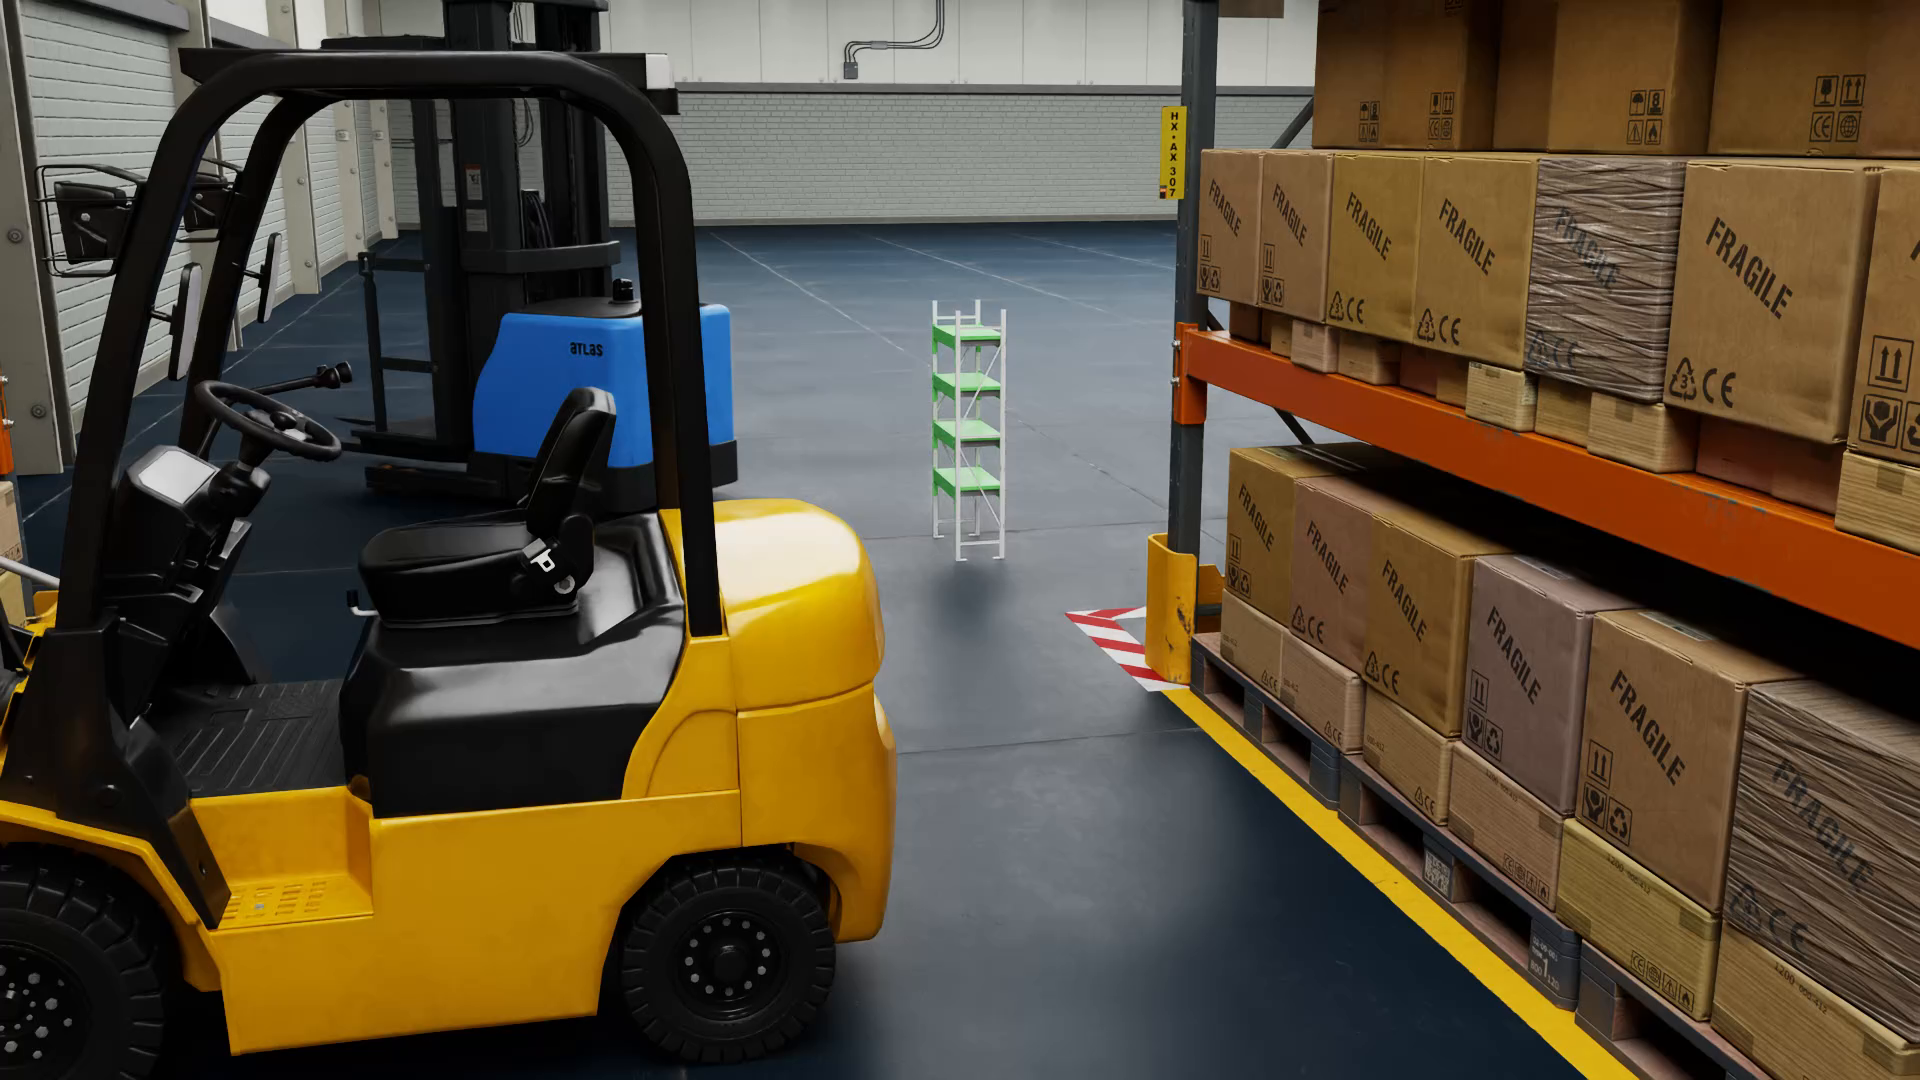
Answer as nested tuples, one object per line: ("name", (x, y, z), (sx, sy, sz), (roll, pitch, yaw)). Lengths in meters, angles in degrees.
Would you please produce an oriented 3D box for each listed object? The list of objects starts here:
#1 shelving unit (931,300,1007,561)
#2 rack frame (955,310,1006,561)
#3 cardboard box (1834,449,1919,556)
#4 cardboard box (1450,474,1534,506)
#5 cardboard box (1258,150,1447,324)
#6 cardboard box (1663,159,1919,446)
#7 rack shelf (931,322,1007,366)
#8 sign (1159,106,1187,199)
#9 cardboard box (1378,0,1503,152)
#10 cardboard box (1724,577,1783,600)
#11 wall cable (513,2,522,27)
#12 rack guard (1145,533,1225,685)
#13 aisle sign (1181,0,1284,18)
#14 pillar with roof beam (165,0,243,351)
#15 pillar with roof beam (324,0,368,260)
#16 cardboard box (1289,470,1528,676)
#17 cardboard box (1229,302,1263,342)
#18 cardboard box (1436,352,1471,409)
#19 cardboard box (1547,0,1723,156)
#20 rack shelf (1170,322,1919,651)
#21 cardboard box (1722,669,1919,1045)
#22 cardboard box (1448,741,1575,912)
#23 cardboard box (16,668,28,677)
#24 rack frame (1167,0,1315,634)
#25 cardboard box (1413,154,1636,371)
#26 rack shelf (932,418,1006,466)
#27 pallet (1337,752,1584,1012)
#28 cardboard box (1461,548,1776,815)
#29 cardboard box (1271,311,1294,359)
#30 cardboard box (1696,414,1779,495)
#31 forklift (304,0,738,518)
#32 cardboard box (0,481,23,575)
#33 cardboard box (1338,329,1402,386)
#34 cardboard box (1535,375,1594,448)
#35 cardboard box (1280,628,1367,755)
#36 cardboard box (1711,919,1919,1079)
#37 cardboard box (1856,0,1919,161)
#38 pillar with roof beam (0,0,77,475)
("shelving unit", (0.039, -0.545, 8.128), (0.258, 1.200, 0.503), (-3, 14, -13))
("rack frame", (0.096, -0.488, 7.898), (0.240, 1.200, 0.015), (-3, 14, -13))
("cardboard box", (1.800, -0.073, 2.934), (0.380, 0.149, 0.250), (-3, 14, -12))
("cardboard box", (1.865, 0.055, 5.212), (0.500, 0.500, 0.500), (-3, 14, -11))
("cardboard box", (1.264, -0.952, 5.168), (0.500, 0.500, 0.500), (-3, 14, -11))
("cardboard box", (1.763, -0.481, 3.237), (0.500, 0.500, 0.500), (-3, 14, -11))
("rack shelf", (0.039, -0.949, 8.030), (0.258, 0.148, 0.480), (-3, 14, -13))
("sign", (0.770, -1.394, 5.987), (0.100, 0.325, 0.005), (-3, 14, -13))
("cardboard box", (1.741, -1.459, 5.136), (0.700, 0.500, 0.500), (-3, 14, -13))
("cardboard box", (2.103, 0.293, 4.236), (0.500, 0.500, 0.500), (-3, 14, -10))
("wall cable", (-8.062, -12.199, 35.300), (3.097, 2.526, 0.112), (-3, 14, -13))
("rack guard", (1.315, 0.228, 6.439), (1.175, 0.500, 0.348), (-3, 14, -13))
("aisle sign", (0.982, -2.263, 5.893), (0.394, 0.787, 0.004), (-3, 14, -13))
("pillar with roof beam", (-2.873, -6.438, 15.816), (9.100, 9.000, 0.400), (-3, 14, -13))
("pillar with roof beam", (-5.691, -9.206, 27.147), (9.100, 9.000, 0.400), (-3, 14, -13))
("cardboard box", (1.351, 0.091, 5.061), (0.500, 0.500, 0.500), (-4, 14, -15))
("cardboard box", (1.176, -0.791, 5.875), (0.380, 0.149, 0.250), (-3, 14, -13))
("cardboard box", (1.494, -0.429, 4.393), (0.380, 0.149, 0.250), (-4, 14, -15))
("cardboard box", (1.943, -1.225, 4.175), (0.700, 0.500, 0.500), (-3, 14, -14))
("rack shelf", (1.767, -0.193, 4.411), (1.077, 0.370, 4.000), (-3, 14, -13))
("cardboard box", (1.837, 0.565, 3.122), (0.500, 0.500, 0.500), (-3, 14, -14))
("cardboard box", (1.587, 0.690, 4.192), (0.500, 0.250, 0.500), (-3, 14, -12))
("cardboard box", (-3.109, 0.497, 4.983), (0.500, 0.250, 0.500), (-3, 14, -13))
("rack frame", (1.297, -1.003, 6.214), (1.000, 3.000, 0.127), (-3, 14, -13))
("cardboard box", (1.512, -0.718, 4.208), (0.500, 0.500, 0.500), (-4, 14, -14))
("rack shelf", (0.039, -0.483, 8.144), (0.258, 0.148, 0.480), (-3, 14, -13))
("pallet", (1.755, 0.839, 4.548), (1.003, 0.211, 1.213), (-3, 14, -13))
("cardboard box", (1.595, 0.330, 4.083), (0.500, 0.500, 0.500), (-3, 14, -10))
("cardboard box", (1.233, -0.668, 5.371), (0.380, 0.149, 0.250), (-4, 14, -15))
("cardboard box", (1.770, -0.196, 3.437), (0.380, 0.149, 0.250), (-3, 14, -14))
("forklift", (-2.815, -1.766, 9.481), (3.031, 2.935, 1.130), (7, 16, 27))
("cardboard box", (-3.115, 0.009, 4.872), (0.500, 0.250, 0.500), (-3, 14, -11))
("cardboard box", (1.341, -0.549, 4.885), (0.380, 0.149, 0.250), (-3, 14, -12))
("cardboard box", (1.592, -0.311, 3.907), (0.380, 0.149, 0.250), (-4, 14, -14))
("cardboard box", (1.331, 0.448, 5.182), (0.500, 0.250, 0.500), (-3, 14, -11))
("cardboard box", (1.837, 0.930, 3.210), (0.500, 0.250, 0.500), (-3, 14, -11))
("cardboard box", (2.246, -0.992, 3.223), (0.700, 0.500, 0.500), (-3, 14, -13))
("pillar with roof beam", (-1.464, -5.053, 10.150), (9.100, 9.000, 0.400), (-3, 14, -13))
